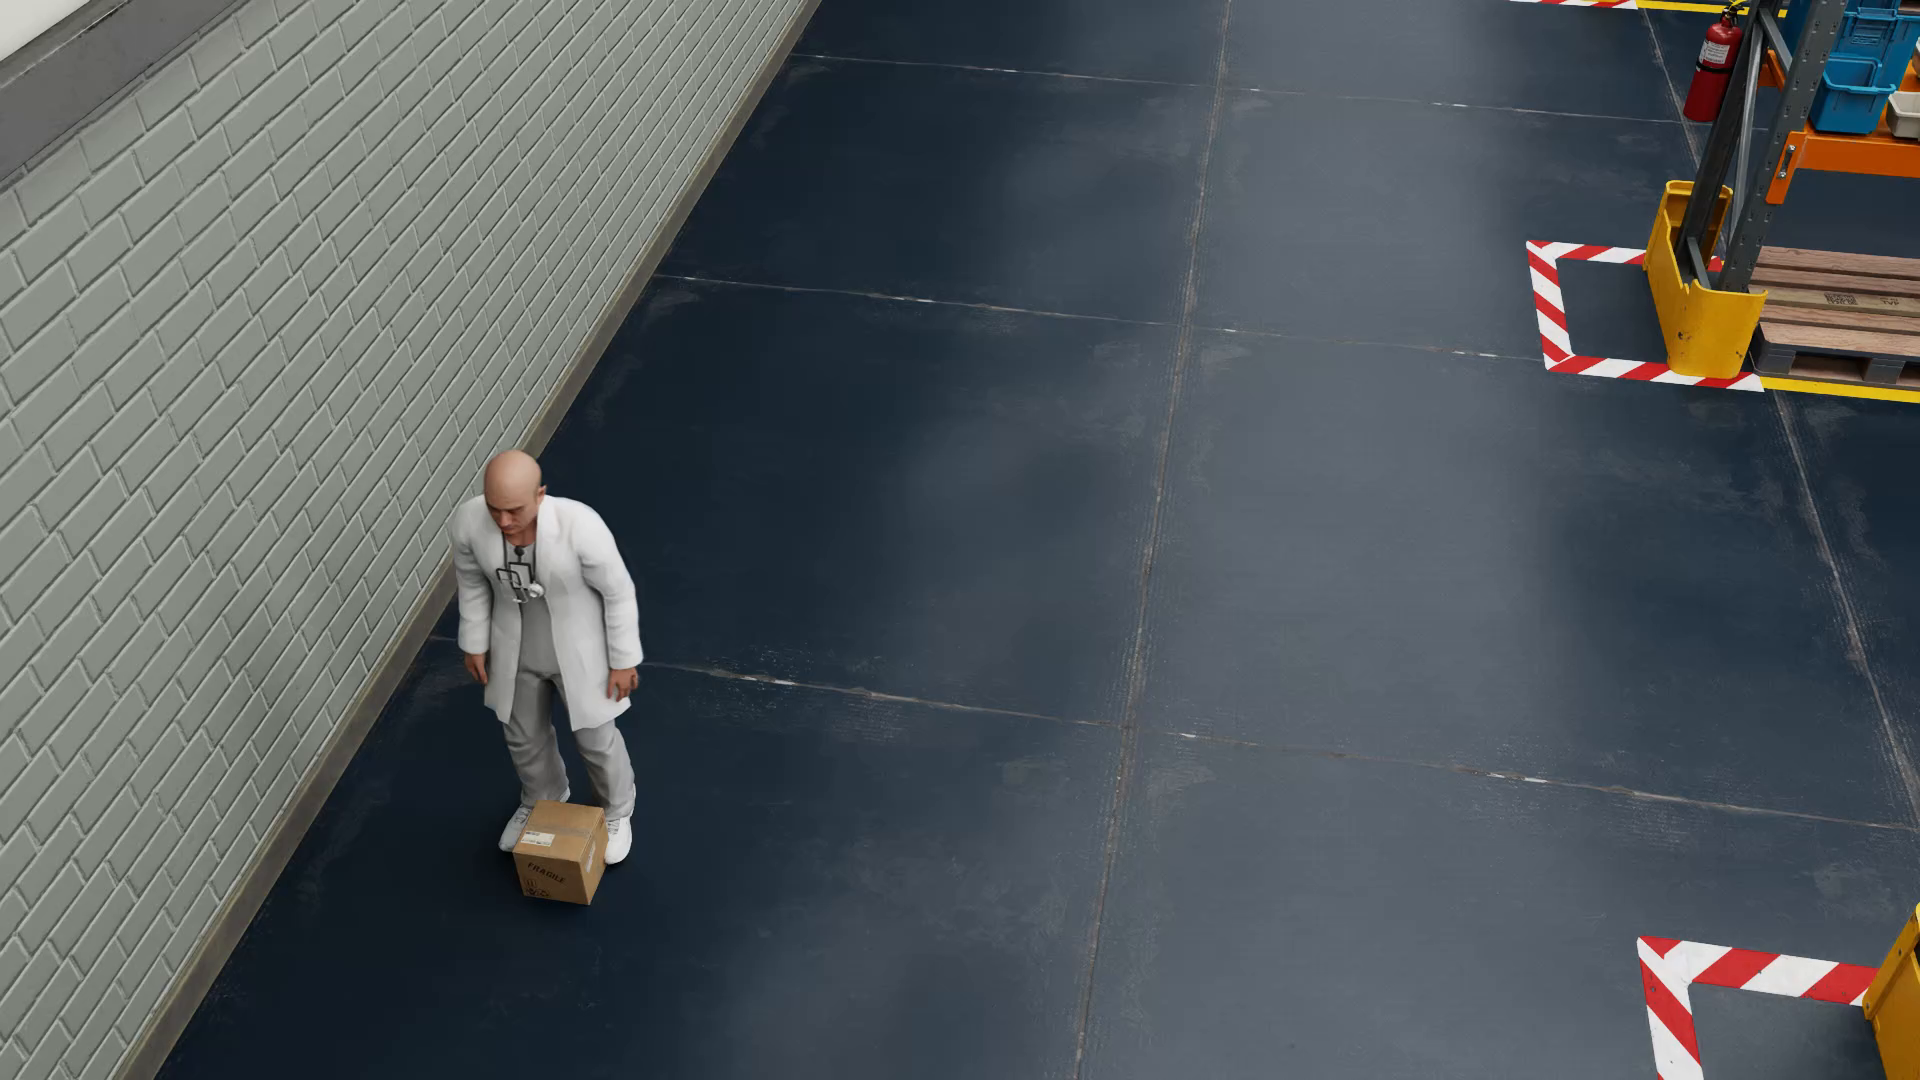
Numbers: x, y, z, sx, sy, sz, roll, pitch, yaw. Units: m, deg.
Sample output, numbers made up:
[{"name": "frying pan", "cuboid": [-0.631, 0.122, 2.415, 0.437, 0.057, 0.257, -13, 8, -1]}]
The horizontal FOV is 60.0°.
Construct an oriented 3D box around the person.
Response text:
[{"name": "person", "cuboid": [-1.399, 0.388, 5.706, 0.649, 1.774, 0.417, 6, 40, 7]}]
